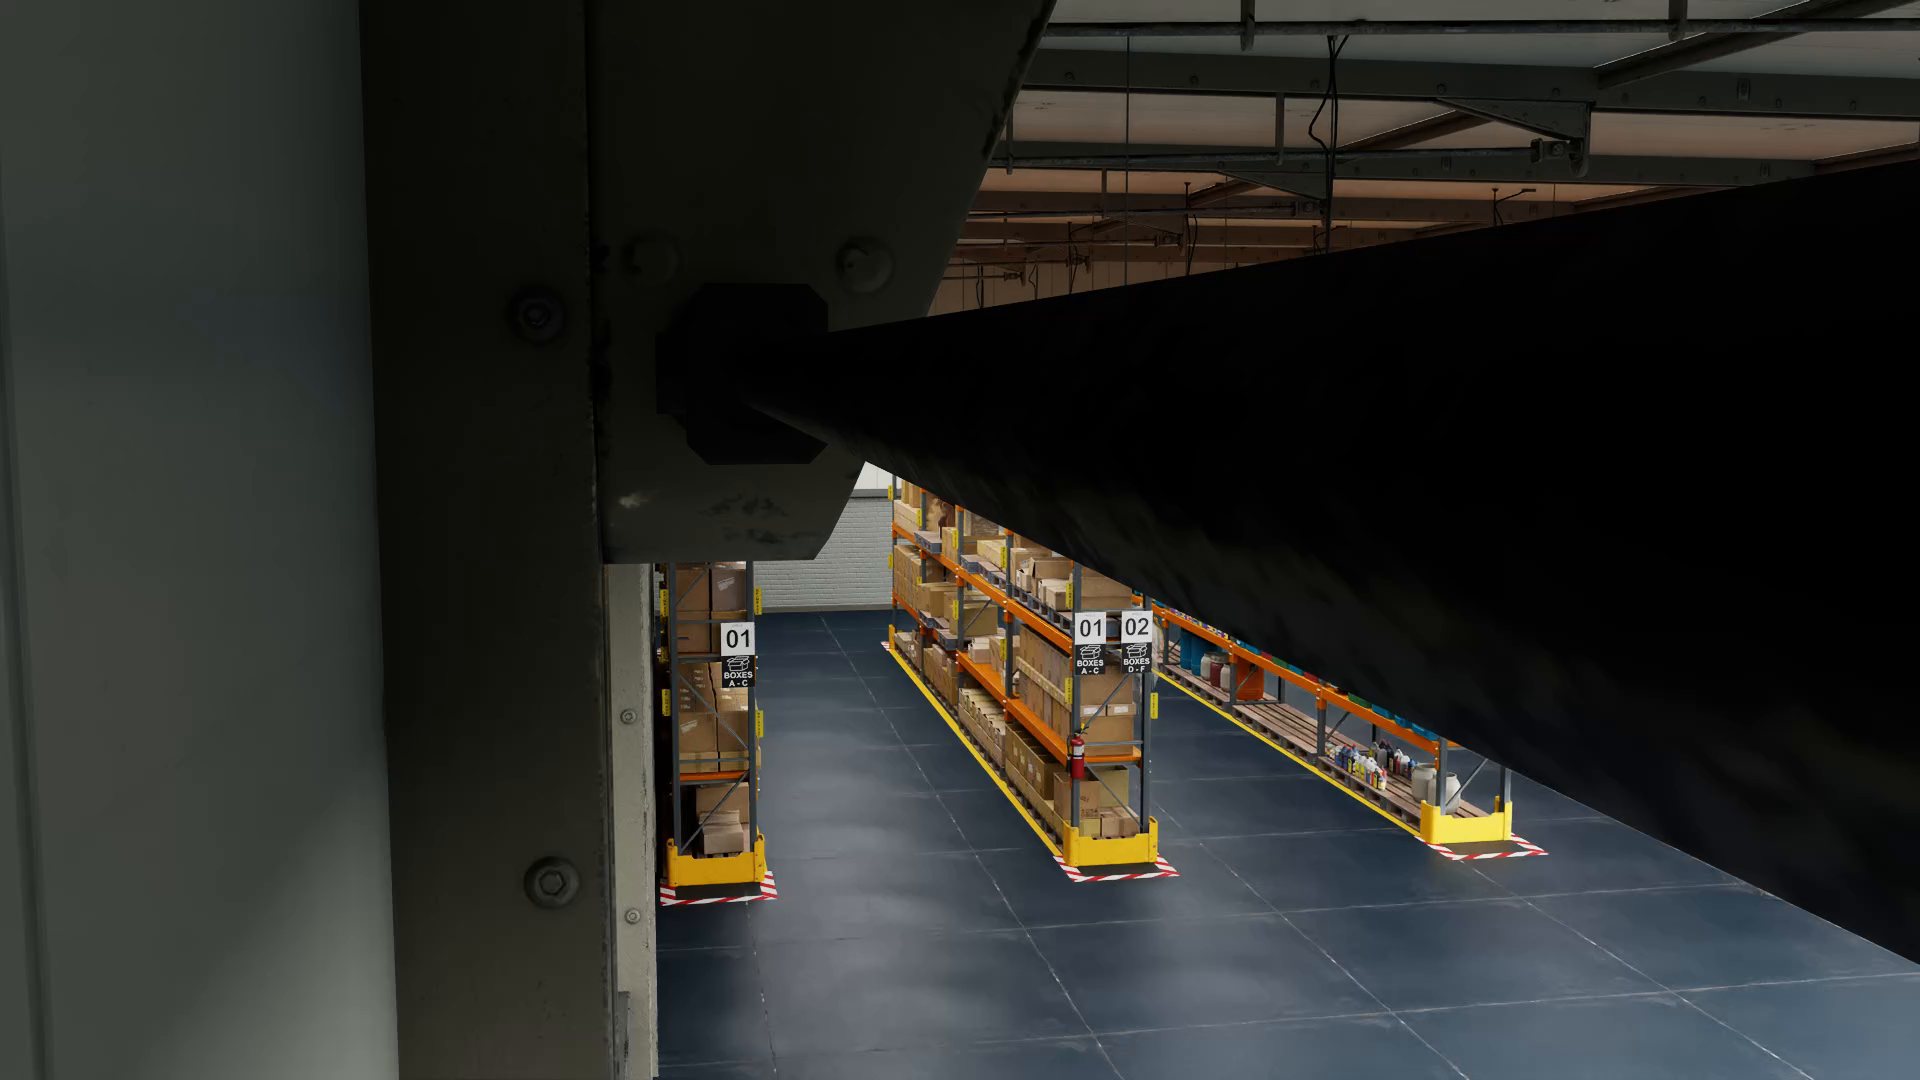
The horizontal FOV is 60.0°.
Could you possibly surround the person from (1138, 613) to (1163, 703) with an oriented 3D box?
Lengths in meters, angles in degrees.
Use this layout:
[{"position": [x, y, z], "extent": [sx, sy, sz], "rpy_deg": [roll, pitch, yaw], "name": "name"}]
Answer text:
[{"position": [3.207, 2.067, 28.652], "extent": [0.657, 1.775, 0.806], "rpy_deg": [-2, 6, -17], "name": "person"}]
